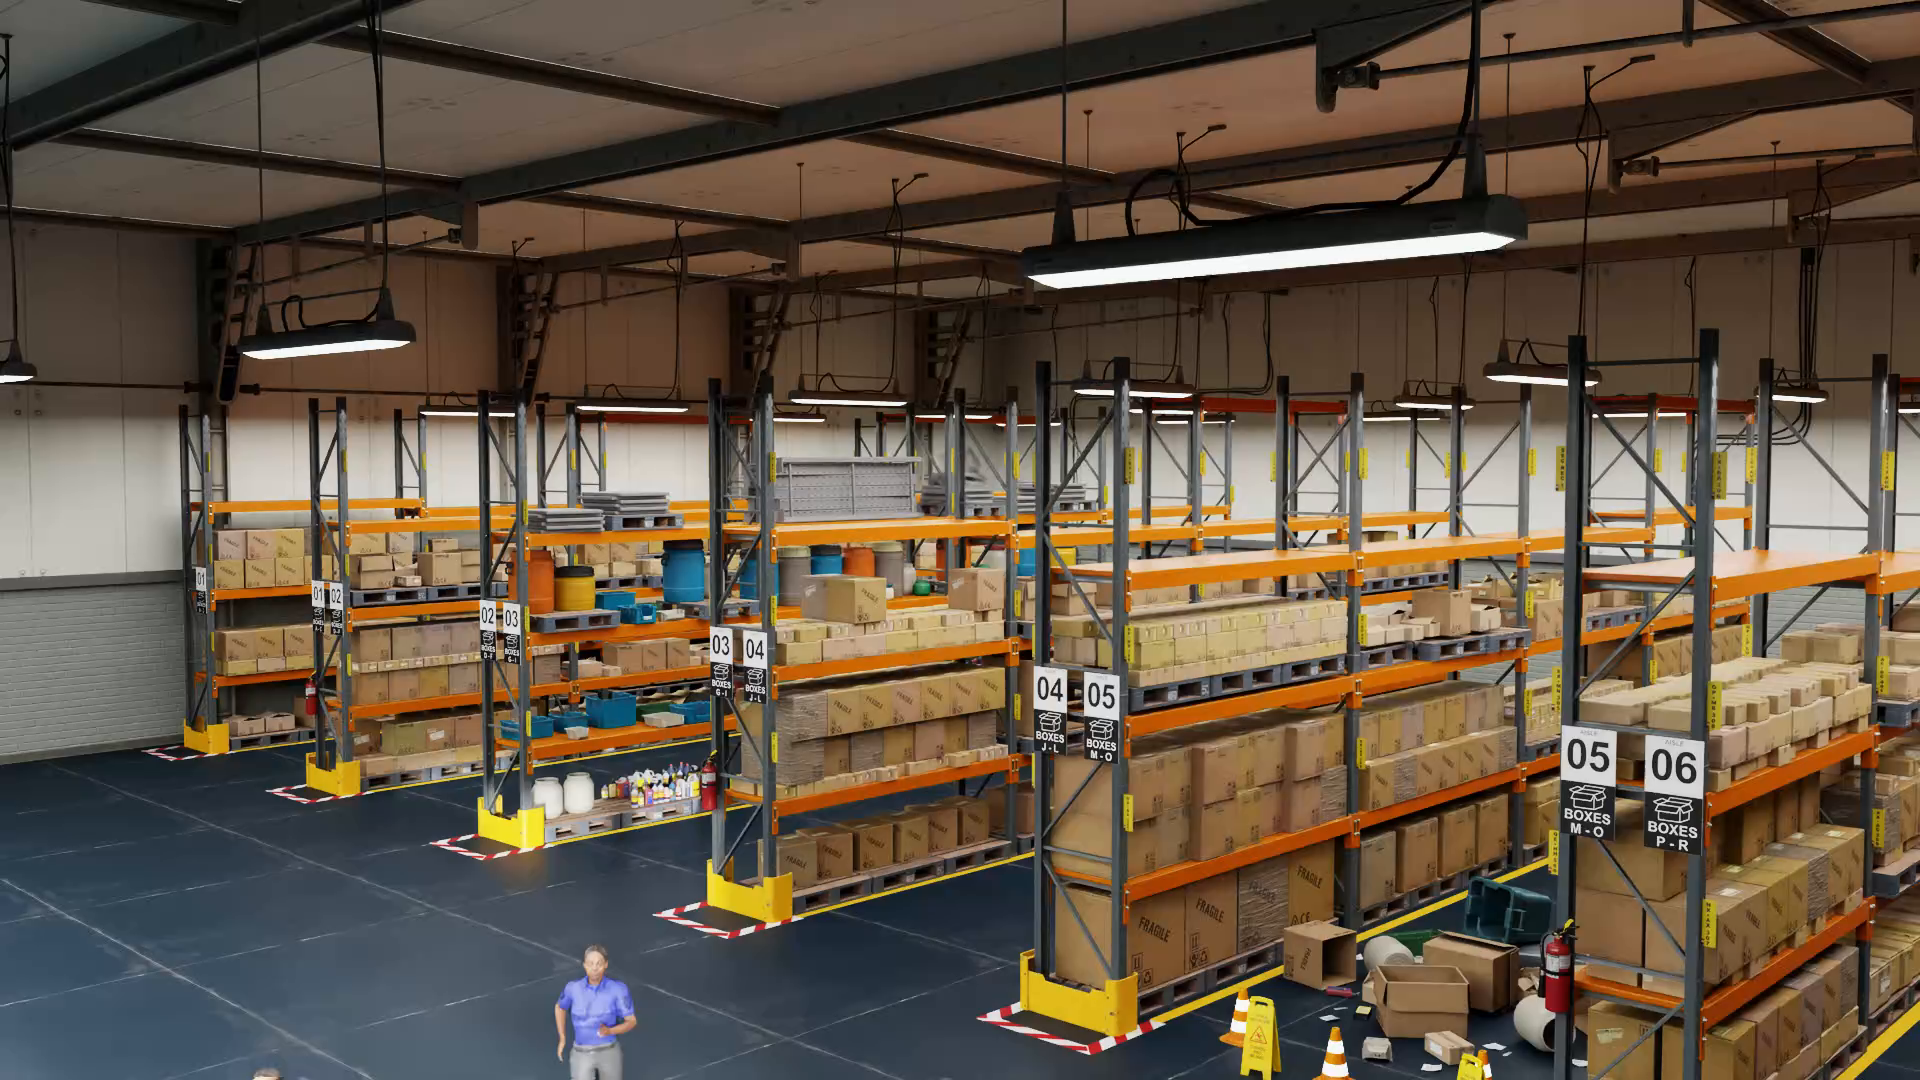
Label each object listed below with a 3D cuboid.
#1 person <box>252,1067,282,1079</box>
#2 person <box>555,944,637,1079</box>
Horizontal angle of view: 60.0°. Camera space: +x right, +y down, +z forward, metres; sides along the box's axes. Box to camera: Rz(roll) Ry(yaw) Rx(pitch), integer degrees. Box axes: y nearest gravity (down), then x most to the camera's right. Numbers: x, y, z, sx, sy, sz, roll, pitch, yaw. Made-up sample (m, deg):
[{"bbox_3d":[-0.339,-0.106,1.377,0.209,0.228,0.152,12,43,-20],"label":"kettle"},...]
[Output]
[{"bbox_3d":[-3.942,3.861,9.545,0.572,1.707,0.705,-1,3,-16],"label":"person"},{"bbox_3d":[-2.584,3.691,11.804,0.574,1.644,0.941,-1,3,-12],"label":"person"}]
